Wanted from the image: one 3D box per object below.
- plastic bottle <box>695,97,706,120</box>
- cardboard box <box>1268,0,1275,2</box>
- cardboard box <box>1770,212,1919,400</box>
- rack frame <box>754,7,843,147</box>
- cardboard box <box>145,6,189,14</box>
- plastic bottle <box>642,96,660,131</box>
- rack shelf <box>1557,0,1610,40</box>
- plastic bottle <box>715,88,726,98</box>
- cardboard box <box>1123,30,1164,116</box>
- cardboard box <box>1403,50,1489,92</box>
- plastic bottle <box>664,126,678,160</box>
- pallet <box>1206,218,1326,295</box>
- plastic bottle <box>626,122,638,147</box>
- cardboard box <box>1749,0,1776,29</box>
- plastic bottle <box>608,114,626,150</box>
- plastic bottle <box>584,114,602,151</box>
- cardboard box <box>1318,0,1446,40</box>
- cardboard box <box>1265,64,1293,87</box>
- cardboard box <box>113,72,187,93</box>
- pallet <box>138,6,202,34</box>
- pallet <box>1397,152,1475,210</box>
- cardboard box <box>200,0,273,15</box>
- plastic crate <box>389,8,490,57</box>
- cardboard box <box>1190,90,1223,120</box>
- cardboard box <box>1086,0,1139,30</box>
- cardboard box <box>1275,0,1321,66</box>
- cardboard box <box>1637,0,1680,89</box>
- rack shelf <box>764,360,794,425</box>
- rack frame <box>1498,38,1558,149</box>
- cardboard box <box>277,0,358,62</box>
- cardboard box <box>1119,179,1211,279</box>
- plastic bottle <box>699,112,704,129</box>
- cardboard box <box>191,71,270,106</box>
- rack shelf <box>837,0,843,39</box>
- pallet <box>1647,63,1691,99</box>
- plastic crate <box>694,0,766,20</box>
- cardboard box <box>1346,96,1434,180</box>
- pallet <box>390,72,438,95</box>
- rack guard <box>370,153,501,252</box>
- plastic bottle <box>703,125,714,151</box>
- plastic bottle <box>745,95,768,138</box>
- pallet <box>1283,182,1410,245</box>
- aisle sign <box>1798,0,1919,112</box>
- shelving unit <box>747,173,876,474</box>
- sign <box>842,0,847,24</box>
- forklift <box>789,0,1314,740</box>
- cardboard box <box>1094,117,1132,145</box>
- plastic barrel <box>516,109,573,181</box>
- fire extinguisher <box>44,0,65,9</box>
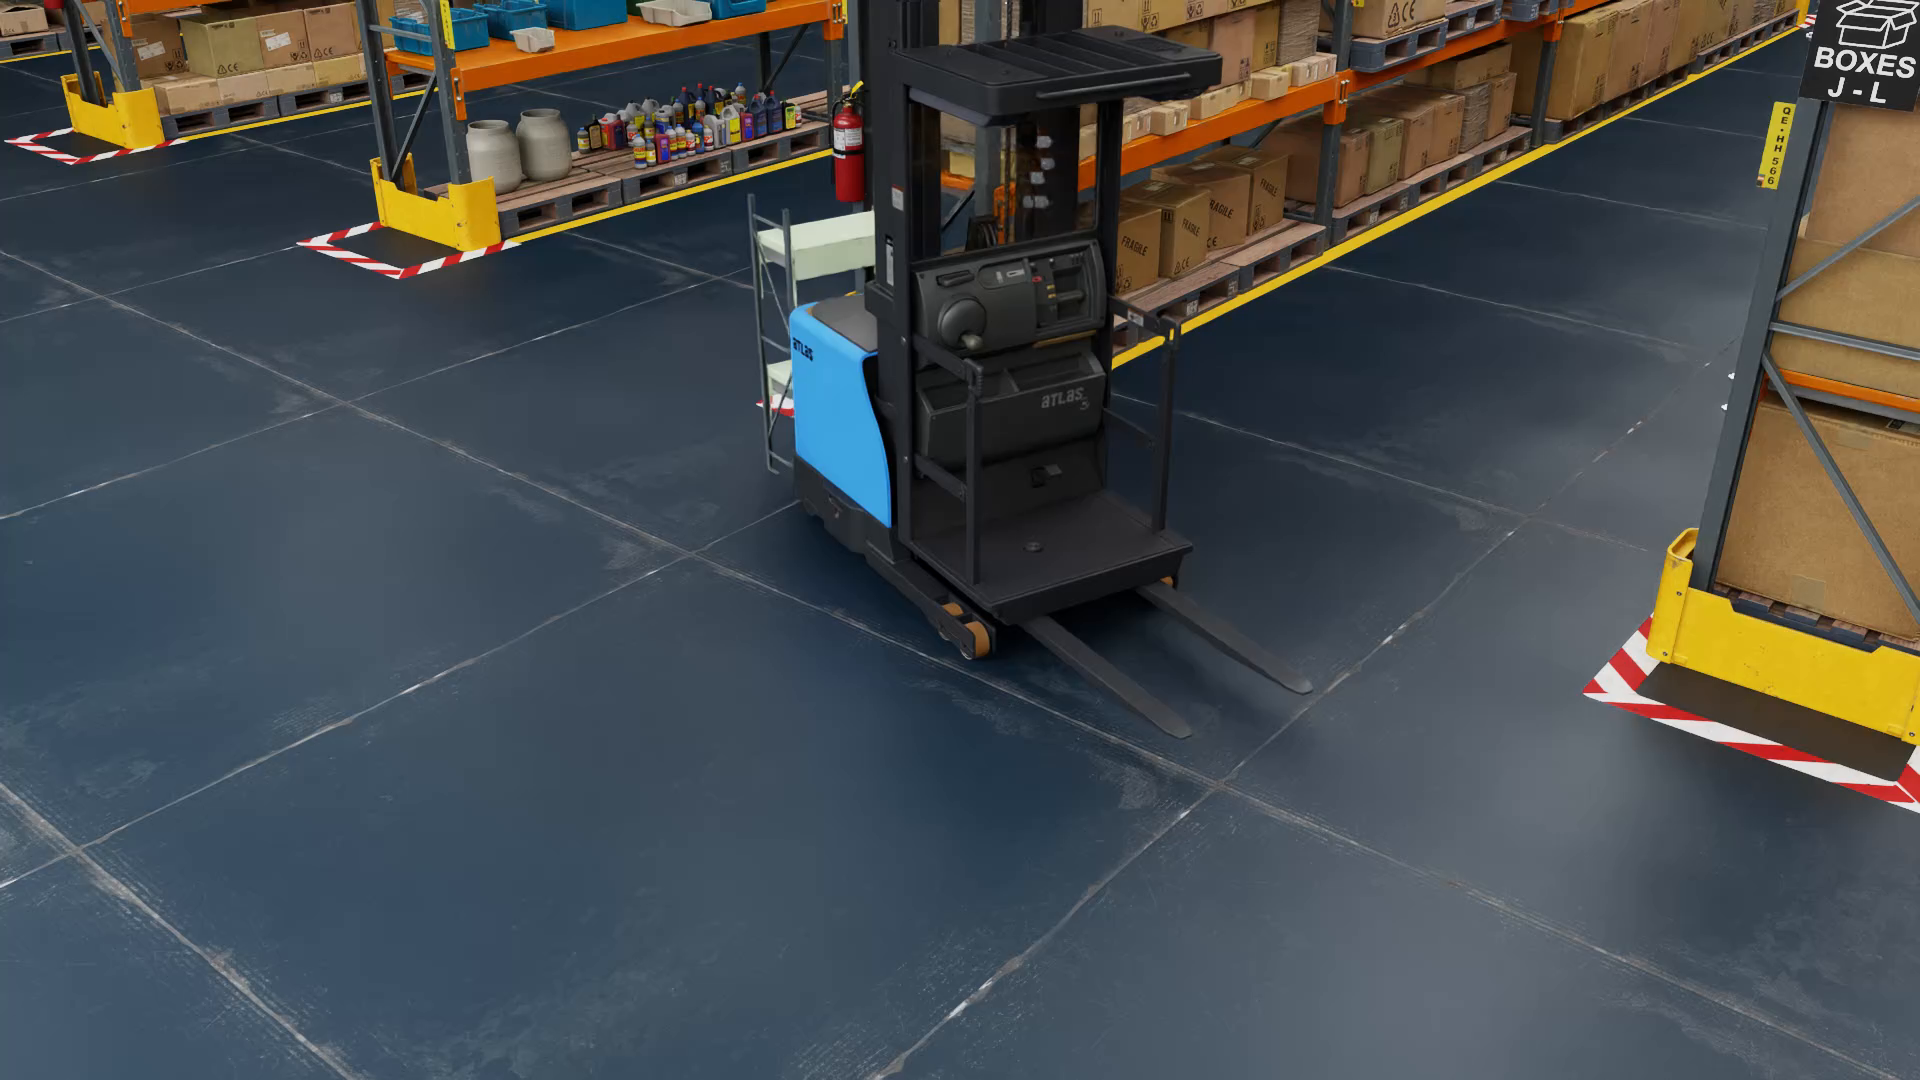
[{"bbox_3d":[-2.314,-3.814,14.848,0.097,0.271,0.097,0,27,0],"label":"plastic bottle"},{"bbox_3d":[1.950,-3.837,10.882,0.500,0.500,0.500,21,34,34],"label":"cardboard box"},{"bbox_3d":[3.760,-0.942,6.643,0.875,0.550,0.550,21,34,34],"label":"cardboard box"},{"bbox_3d":[-1.481,-5.082,14.809,1.000,3.000,0.127,21,34,34],"label":"rack frame"},{"bbox_3d":[-9.755,-6.683,20.145,0.500,0.500,0.500,18,32,31],"label":"cardboard box"},{"bbox_3d":[-2.706,-3.718,14.577,0.144,0.351,0.185,20,34,34],"label":"plastic bottle"},{"bbox_3d":[6.157,-5.442,16.288,1.077,0.370,4.000,21,34,34],"label":"rack shelf"},{"bbox_3d":[-2.207,-3.960,15.126,0.152,0.276,0.135,22,35,36],"label":"plastic bottle"},{"bbox_3d":[0.744,-2.957,10.268,0.875,0.500,0.500,21,34,34],"label":"cardboard box"},{"bbox_3d":[4.152,-4.033,14.208,0.500,0.250,0.500,-24,36,-38],"label":"cardboard box"},{"bbox_3d":[-2.414,-3.321,13.895,0.097,0.271,0.097,0,27,0],"label":"plastic bottle"},{"bbox_3d":[1.941,-2.147,12.171,1.003,0.211,1.213,21,34,34],"label":"pallet"},{"bbox_3d":[-2.818,-3.496,14.310,0.097,0.201,0.097,0,27,0],"label":"plastic bottle"},{"bbox_3d":[9.049,-6.559,19.519,0.875,0.875,0.875,21,34,34],"label":"cardboard box"},{"bbox_3d":[-2.932,-3.482,14.194,0.061,0.283,0.133,21,34,34],"label":"plastic bottle"},{"bbox_3d":[-3.136,-3.479,14.187,0.061,0.283,0.133,22,34,36],"label":"plastic bottle"},{"bbox_3d":[2.954,-4.328,12.242,1.000,1.000,1.000,21,34,35],"label":"cardboard box"},{"bbox_3d":[2.059,-3.204,11.452,0.380,0.149,0.250,21,34,34],"label":"cardboard box"},{"bbox_3d":[-7.732,-4.354,15.938,0.500,0.250,0.500,21,34,34],"label":"cardboard box"},{"bbox_3d":[-9.526,-6.490,20.566,1.003,0.211,1.213,21,34,34],"label":"pallet"},{"bbox_3d":[3.610,-3.107,14.026,1.003,0.211,1.213,21,34,34],"label":"pallet"},{"bbox_3d":[-7.109,-5.047,16.461,0.500,0.500,0.500,21,34,34],"label":"cardboard box"},{"bbox_3d":[-3.938,-3.863,12.614,0.499,0.251,0.616,21,34,34],"label":"plastic crate"},{"bbox_3d":[1.465,-2.833,10.735,0.380,0.149,0.250,21,34,34],"label":"cardboard box"},{"bbox_3d":[0.680,-3.127,9.510,0.500,0.500,0.500,21,34,34],"label":"cardboard box"},{"bbox_3d":[2.006,-3.669,11.646,0.875,0.500,0.500,21,34,34],"label":"cardboard box"},{"bbox_3d":[6.470,-5.164,16.823,1.225,0.875,0.875,19,33,33],"label":"cardboard box"},{"bbox_3d":[-0.625,-0.792,8.844,0.720,0.370,0.431,-17,30,-30],"label":"rack shelf"},{"bbox_3d":[4.885,-5.053,14.752,1.000,3.000,0.127,21,34,34],"label":"rack frame"},{"bbox_3d":[-6.377,-5.067,16.500,0.500,0.500,0.500,21,34,34],"label":"cardboard box"},{"bbox_3d":[1.362,-2.132,11.370,0.500,0.500,0.500,17,32,30],"label":"cardboard box"},{"bbox_3d":[-2.185,-3.550,14.326,0.061,0.283,0.133,21,34,34],"label":"plastic bottle"},{"bbox_3d":[-7.018,-4.381,15.990,0.500,0.250,0.500,21,34,34],"label":"cardboard box"},{"bbox_3d":[-0.209,-5.472,16.345,1.077,0.370,4.000,21,34,34],"label":"rack shelf"},{"bbox_3d":[6.996,-4.937,17.563,1.003,0.211,1.213,21,34,34],"label":"pallet"},{"bbox_3d":[-1.976,-4.544,13.931,0.499,0.251,0.616,21,34,34],"label":"plastic crate"},{"bbox_3d":[3.421,-3.293,13.593,0.700,0.500,0.500,18,32,30],"label":"cardboard box"},{"bbox_3d":[-5.839,-5.023,17.729,1.003,0.211,1.213,21,34,34],"label":"pallet"},{"bbox_3d":[-4.014,-2.594,12.721,1.175,0.500,0.348,21,34,34],"label":"rack guard"},{"bbox_3d":[-2.157,-3.433,14.188,0.097,0.201,0.097,0,27,0],"label":"plastic bottle"},{"bbox_3d":[-1.791,-3.720,14.581,0.144,0.351,0.185,19,33,32],"label":"plastic bottle"},{"bbox_3d":[2.835,-2.672,13.186,1.003,0.211,1.213,21,34,34],"label":"pallet"},{"bbox_3d":[3.283,-1.948,5.922,0.394,0.787,0.004,21,34,34],"label":"aisle sign"},{"bbox_3d":[-0.630,-1.085,8.701,0.755,1.500,0.431,-17,30,-30],"label":"shelving unit"},{"bbox_3d":[-0.619,-3.040,9.258,0.100,0.325,0.005,21,34,34],"label":"sign"},{"bbox_3d":[0.342,-1.024,7.039,1.130,2.935,3.031,-15,31,-27],"label":"forklift"},{"bbox_3d":[0.813,-2.485,10.062,0.380,0.149,0.250,21,34,34],"label":"cardboard box"},{"bbox_3d":[-3.347,-3.179,13.380,0.421,0.512,0.421,0,27,0],"label":"plastic barrel"},{"bbox_3d":[-8.279,-5.172,15.068,0.296,0.674,0.183,21,34,34],"label":"fire extinguisher"}]
